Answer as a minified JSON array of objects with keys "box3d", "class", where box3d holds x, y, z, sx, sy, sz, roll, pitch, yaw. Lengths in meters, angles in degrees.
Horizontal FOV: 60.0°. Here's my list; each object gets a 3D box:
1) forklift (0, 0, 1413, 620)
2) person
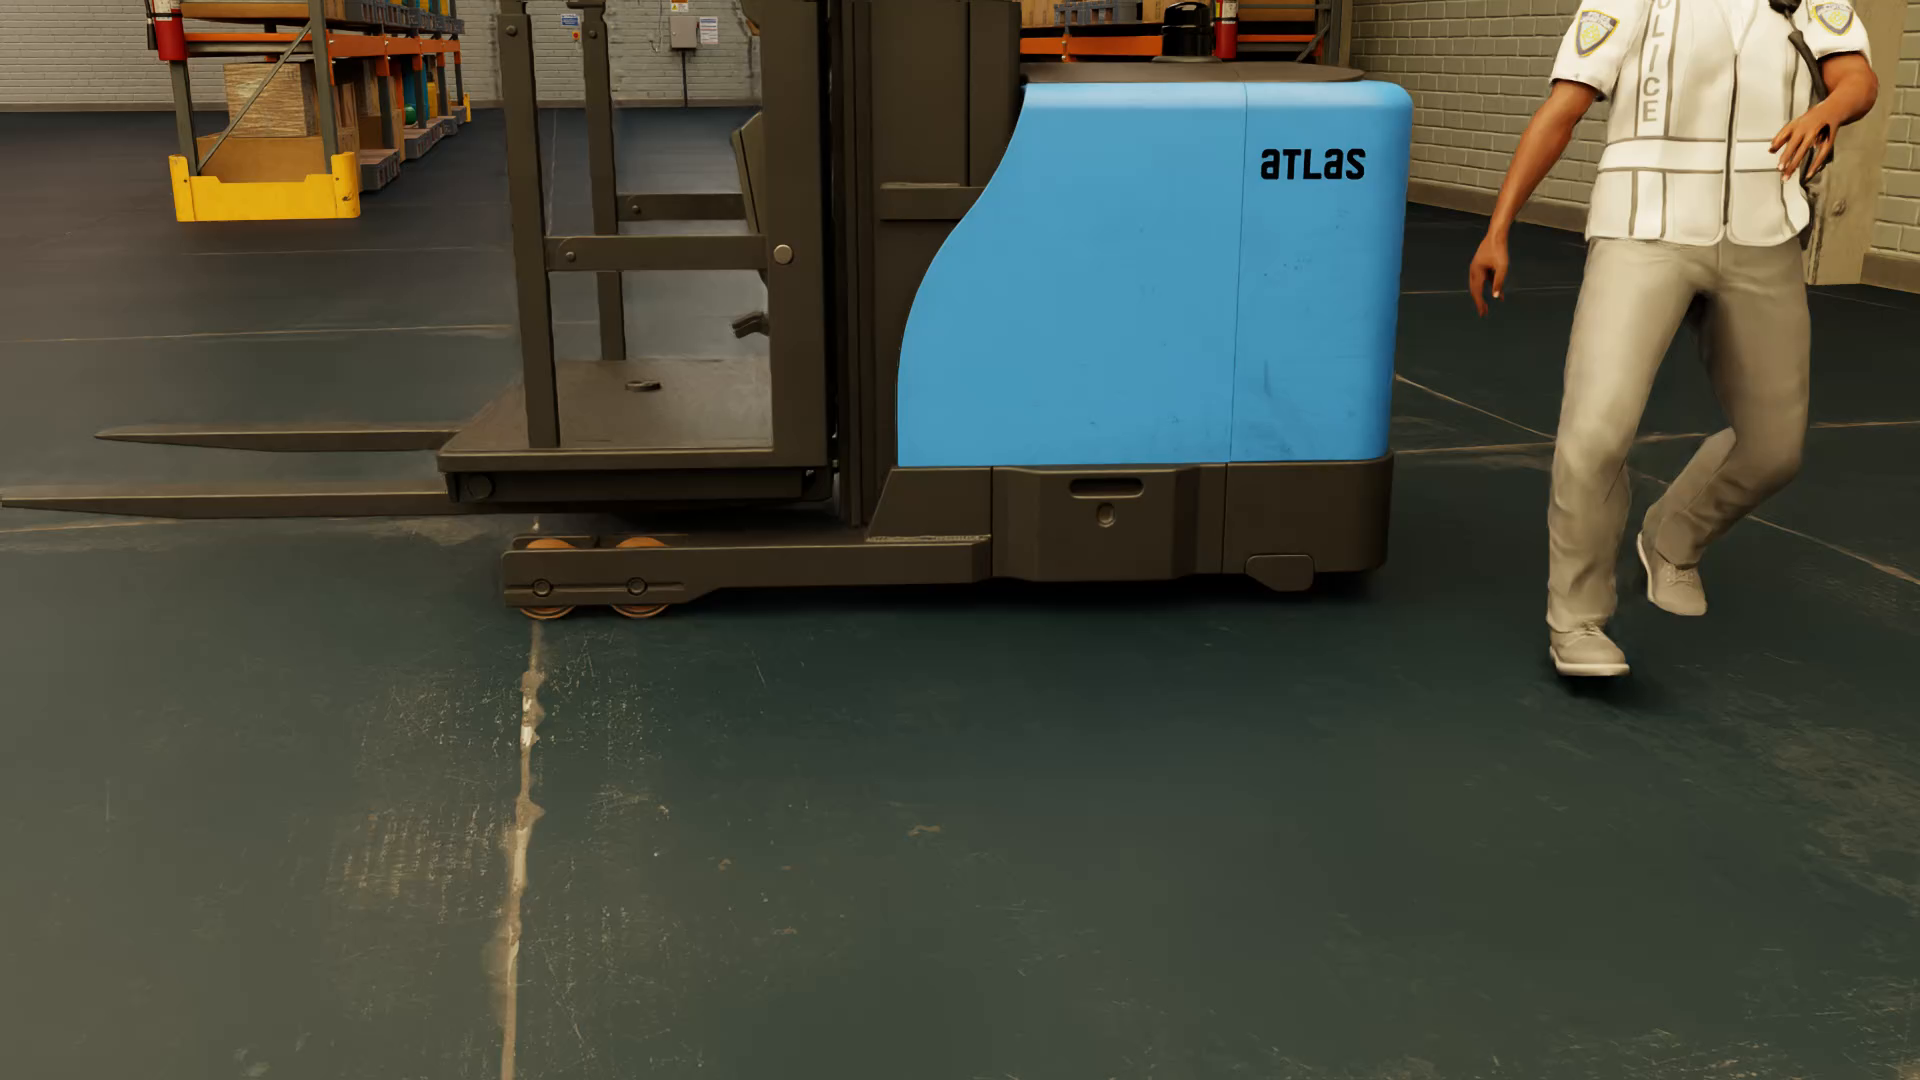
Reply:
[{"box3d":[-0.609,-1.394,3.561,3.031,2.935,1.130,-1,17,-3],"class":"forklift"},{"box3d":[1.302,-0.515,3.079,0.694,1.583,0.838,-1,17,-3],"class":"person"}]
